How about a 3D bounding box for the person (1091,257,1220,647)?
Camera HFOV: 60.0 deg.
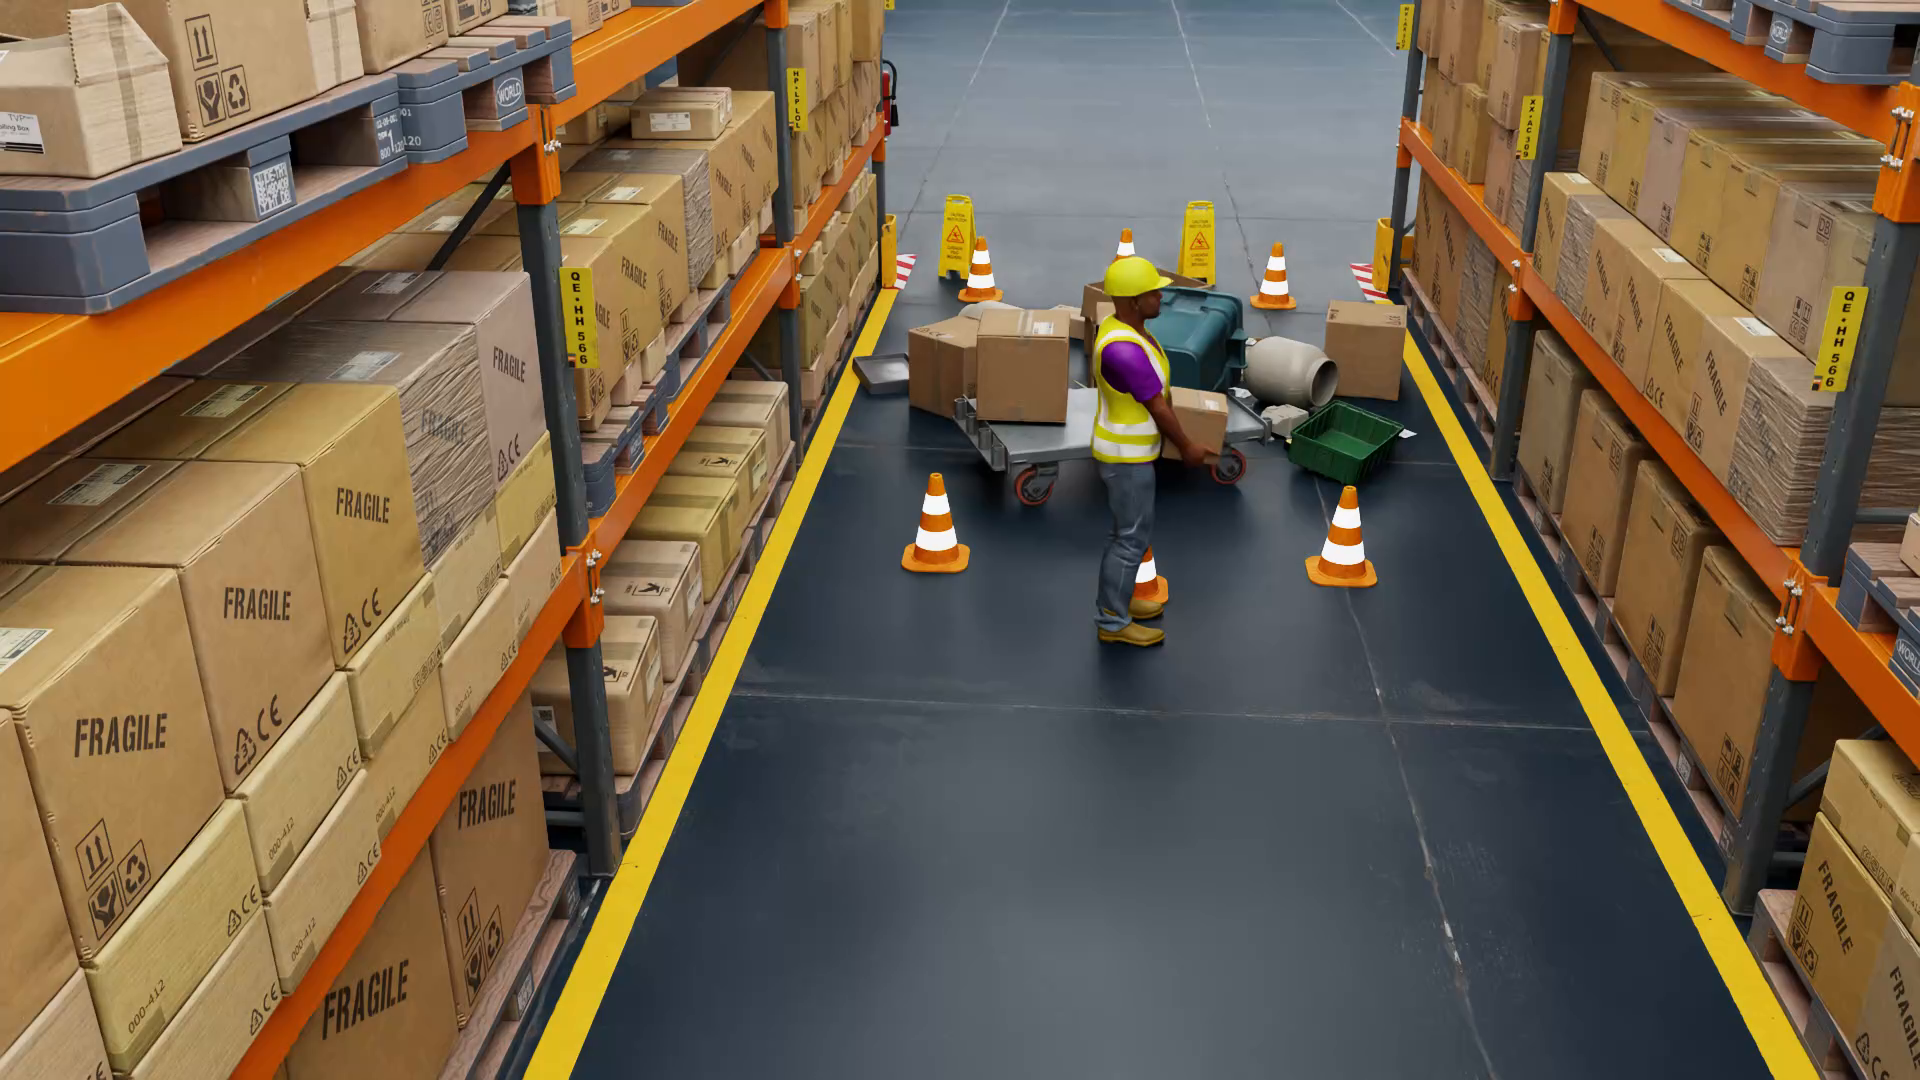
[{"bbox_3d":[0.867,-0.396,7.451,0.567,1.763,0.505,2,24,4],"label":"person"}]
